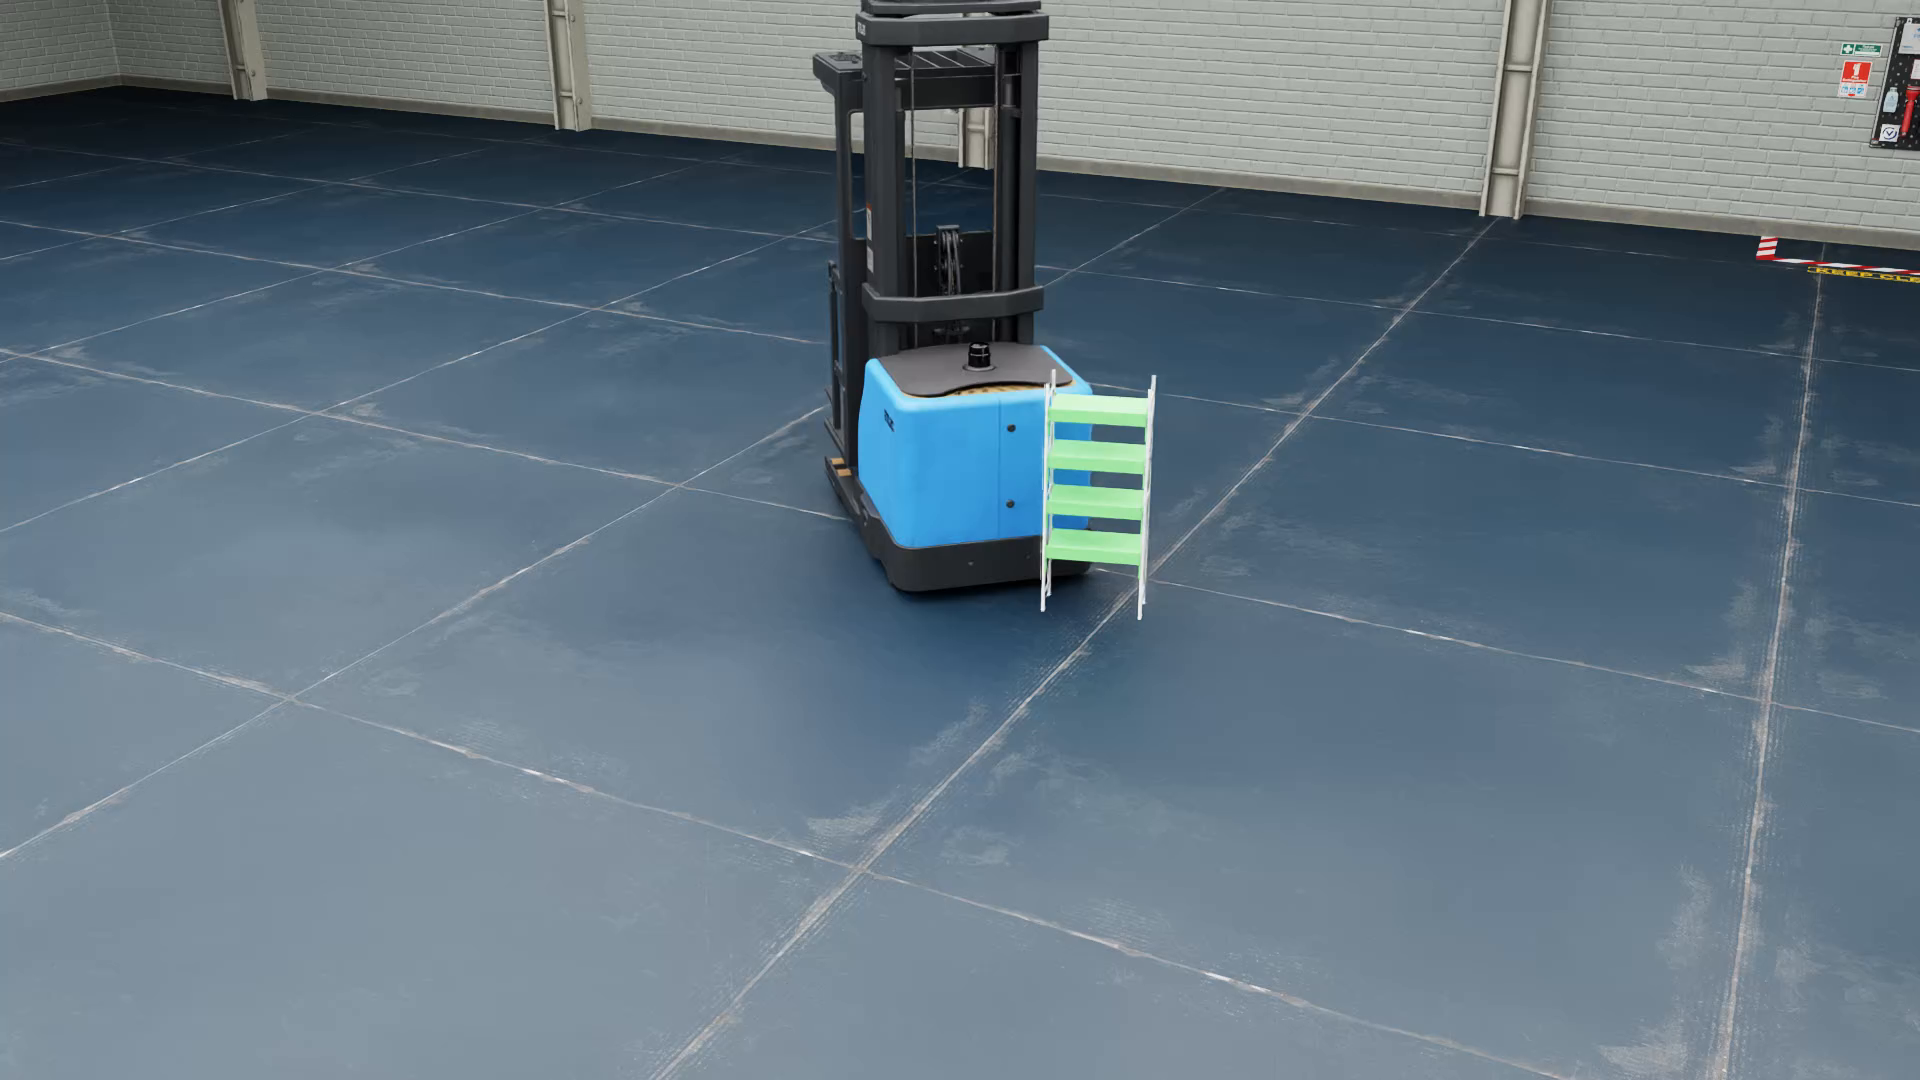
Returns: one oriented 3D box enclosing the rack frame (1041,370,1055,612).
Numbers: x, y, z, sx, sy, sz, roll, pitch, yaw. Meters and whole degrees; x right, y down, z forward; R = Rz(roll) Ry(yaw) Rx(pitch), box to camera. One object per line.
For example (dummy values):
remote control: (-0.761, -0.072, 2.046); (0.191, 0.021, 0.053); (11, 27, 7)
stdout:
rack frame: (0.438, -0.235, 8.269); (0.015, 1.200, 0.240); (4, 23, 10)

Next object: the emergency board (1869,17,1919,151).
emergency board: (8.745, -4.124, 15.113); (0.643, 1.169, 0.194); (11, 25, 25)

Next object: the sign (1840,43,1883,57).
sign: (8.298, -4.514, 15.308); (0.331, 0.109, 0.001); (11, 25, 25)

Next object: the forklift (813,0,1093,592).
forklift: (-0.184, -1.635, 9.350); (1.130, 2.935, 3.031); (-6, 24, -14)

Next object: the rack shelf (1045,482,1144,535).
rack shelf: (0.678, -0.159, 8.253); (0.480, 0.148, 0.258); (4, 23, 10)

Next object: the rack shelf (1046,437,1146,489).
rack shelf: (0.678, -0.380, 8.159); (0.480, 0.148, 0.258); (4, 23, 10)

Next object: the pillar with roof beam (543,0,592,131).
pillar with roof beam: (-7.073, -8.109, 16.820); (0.400, 9.000, 9.100); (11, 25, 25)

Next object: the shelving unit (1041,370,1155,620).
shelving unit: (0.678, -0.217, 8.228); (0.503, 1.200, 0.258); (4, 23, 10)

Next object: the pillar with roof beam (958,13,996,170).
pillar with roof beam: (-1.718, -7.050, 14.329); (0.400, 9.000, 9.100); (11, 25, 25)

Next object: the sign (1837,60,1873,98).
sign: (8.298, -4.274, 15.421); (0.234, 0.329, 0.001); (11, 25, 25)

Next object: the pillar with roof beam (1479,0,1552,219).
pillar with roof beam: (3.636, -5.991, 11.838); (0.400, 9.000, 9.100); (11, 25, 25)

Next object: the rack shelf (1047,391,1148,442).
rack shelf: (0.678, -0.600, 8.065); (0.480, 0.148, 0.258); (4, 23, 10)

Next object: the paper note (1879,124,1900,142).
paper note: (8.618, -3.774, 15.416); (0.142, 0.148, 0.016); (11, 25, 25)

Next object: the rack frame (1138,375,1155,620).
rack frame: (0.918, -0.200, 8.187); (0.015, 1.200, 0.240); (4, 23, 10)

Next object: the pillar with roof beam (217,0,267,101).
pillar with roof beam: (-12.427, -9.169, 19.312); (0.400, 9.000, 9.100); (11, 25, 25)

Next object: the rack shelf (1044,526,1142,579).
rack shelf: (0.678, 0.062, 8.347); (0.480, 0.148, 0.258); (4, 23, 10)
